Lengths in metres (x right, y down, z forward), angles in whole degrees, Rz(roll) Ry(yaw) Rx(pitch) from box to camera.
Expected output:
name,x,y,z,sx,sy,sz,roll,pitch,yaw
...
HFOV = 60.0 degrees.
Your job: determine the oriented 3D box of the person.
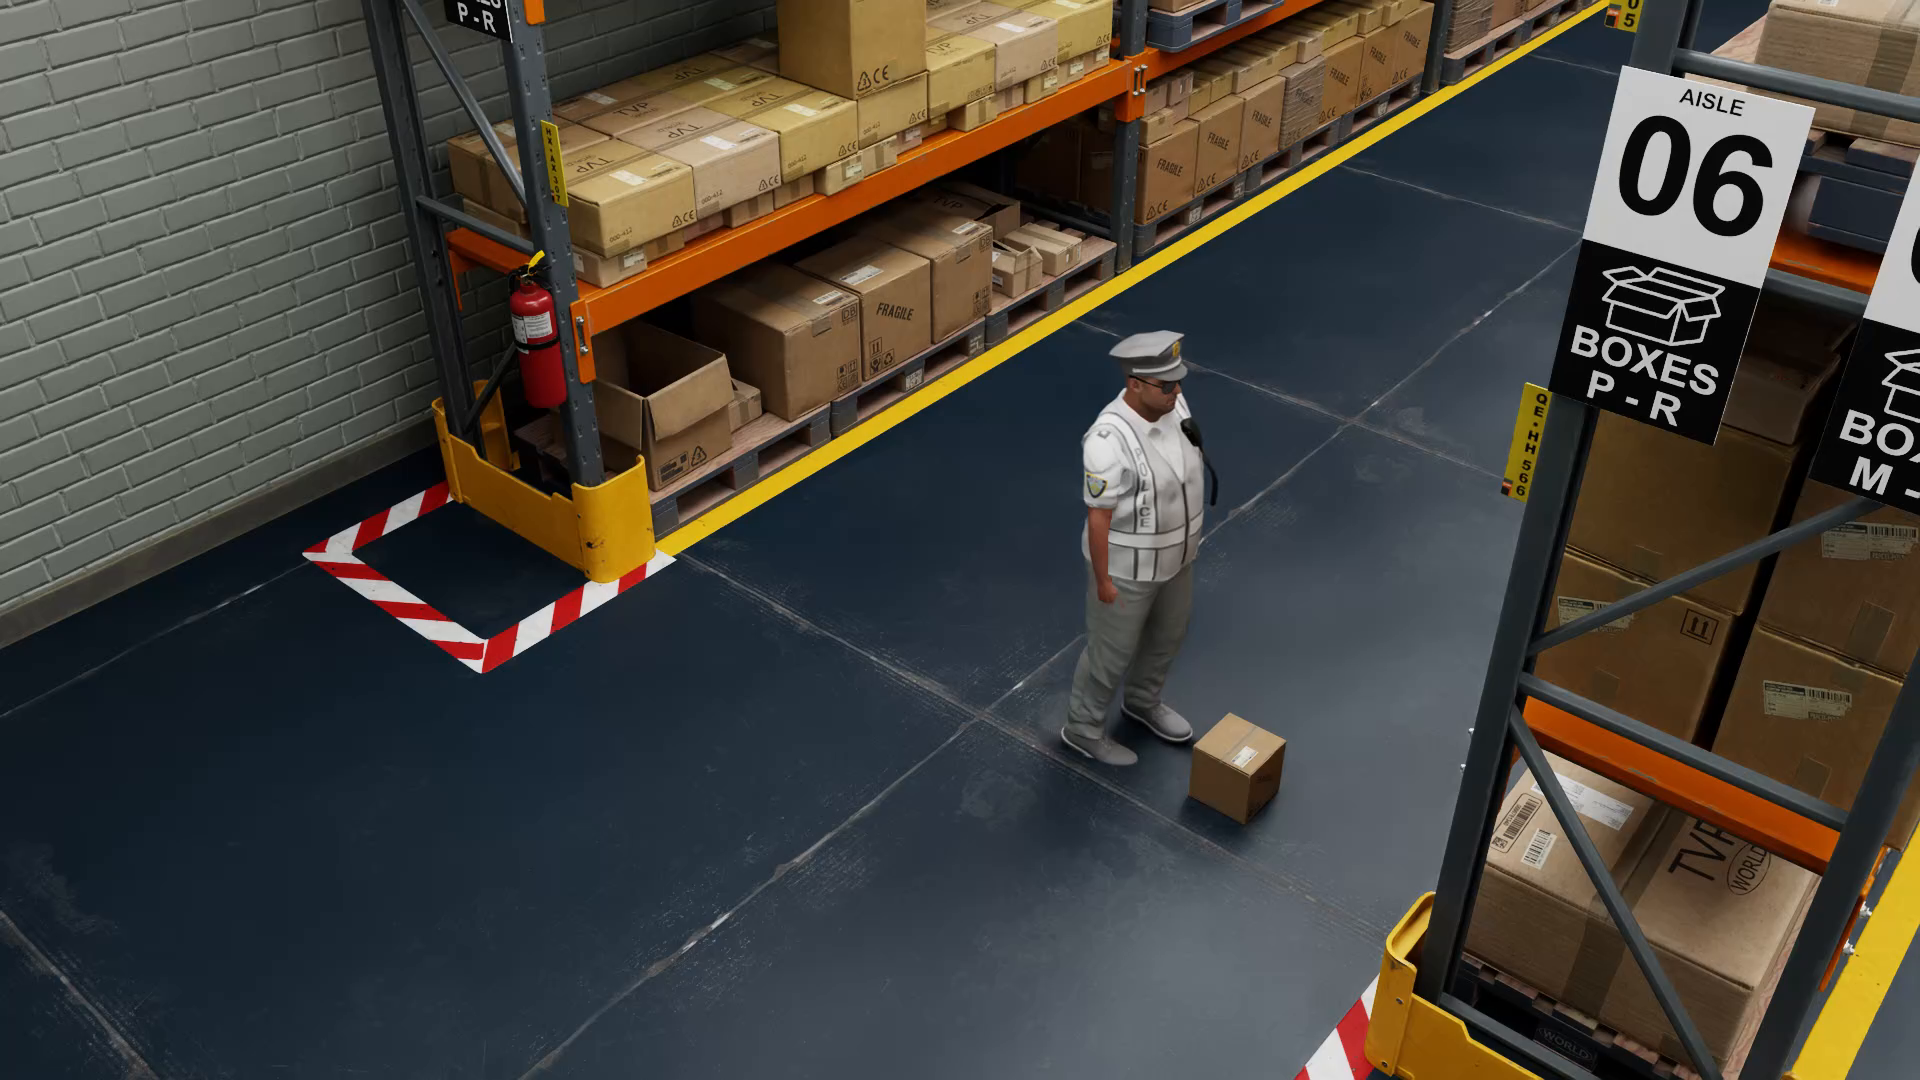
name,x,y,z,sx,sy,sz,roll,pitch,yaw
person,0.677,0.059,6.072,0.405,1.795,0.529,27,43,33
